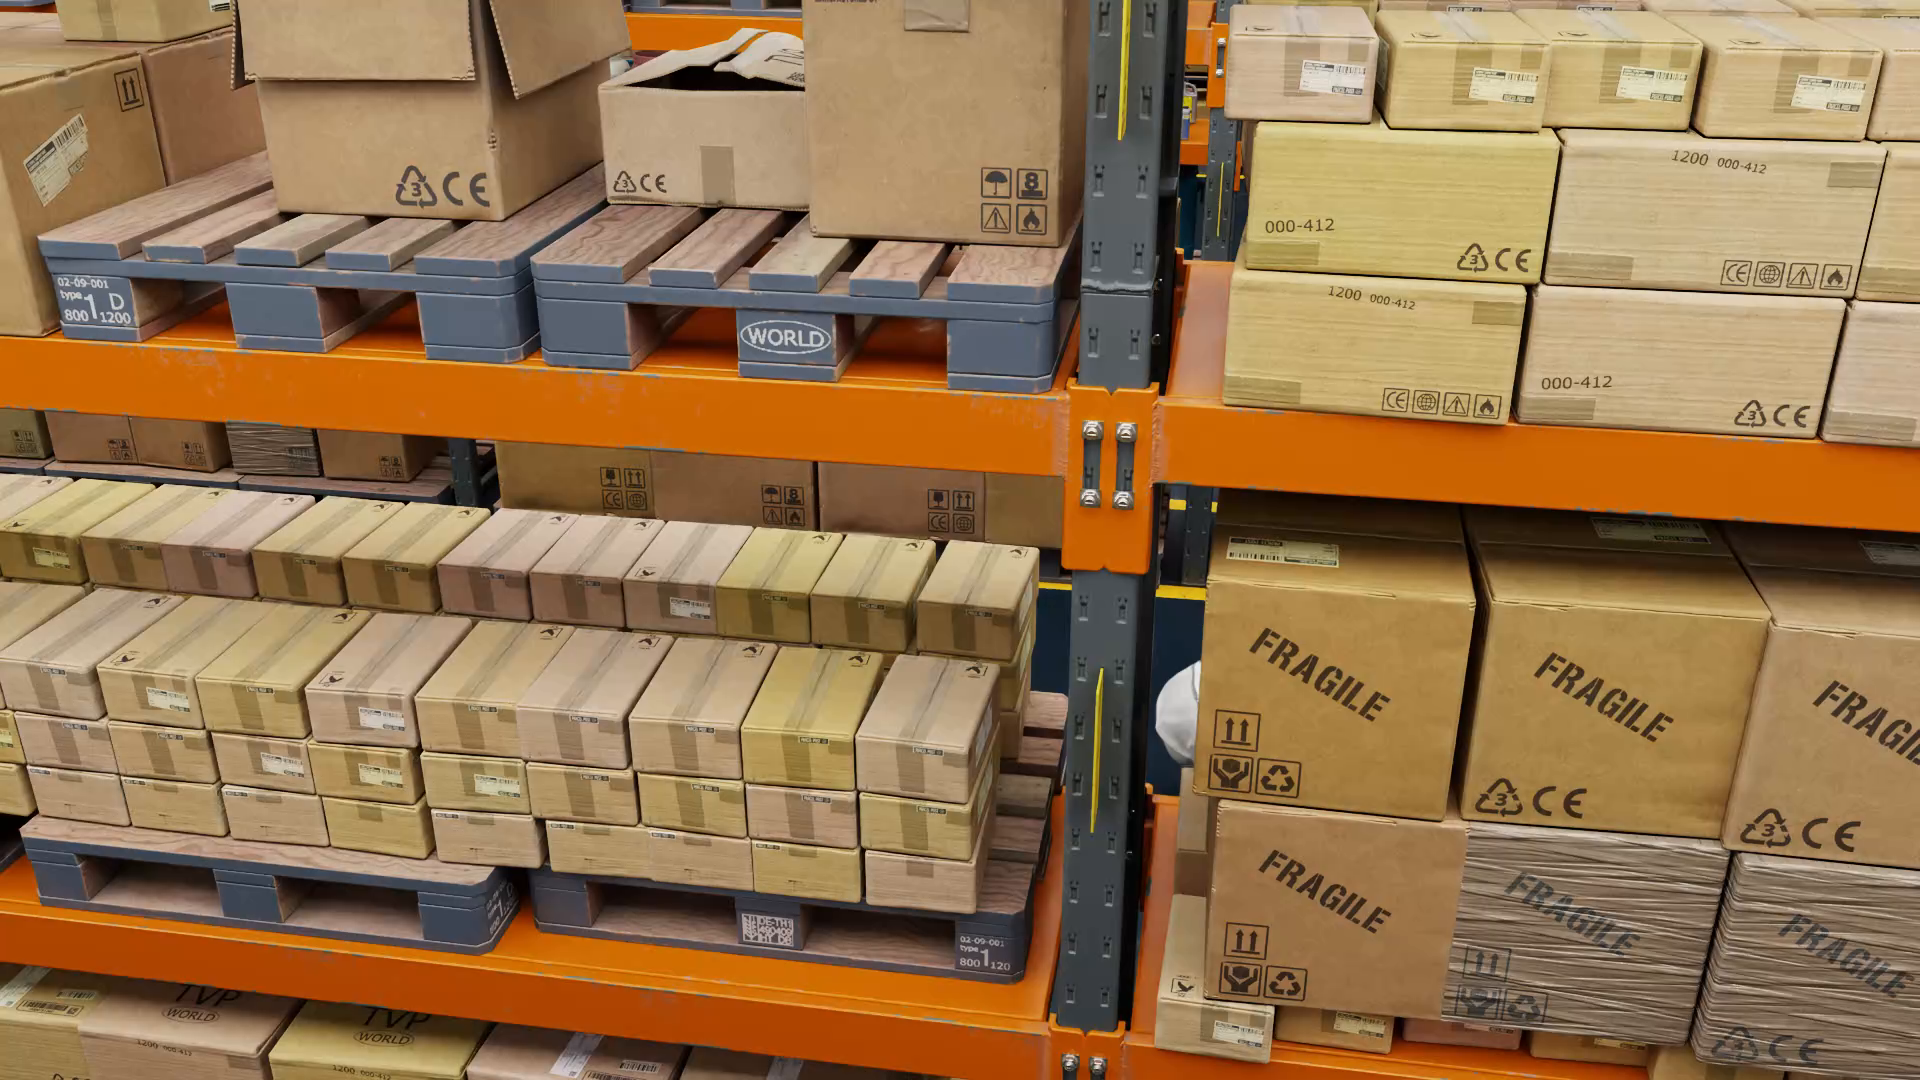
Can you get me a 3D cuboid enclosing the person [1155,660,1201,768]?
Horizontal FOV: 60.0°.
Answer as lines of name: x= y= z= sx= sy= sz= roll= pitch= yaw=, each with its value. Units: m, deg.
person: x=1.271 y=0.791 z=6.584 sx=0.998 sy=0.884 sz=0.532 roll=4 pitch=25 yaw=8
